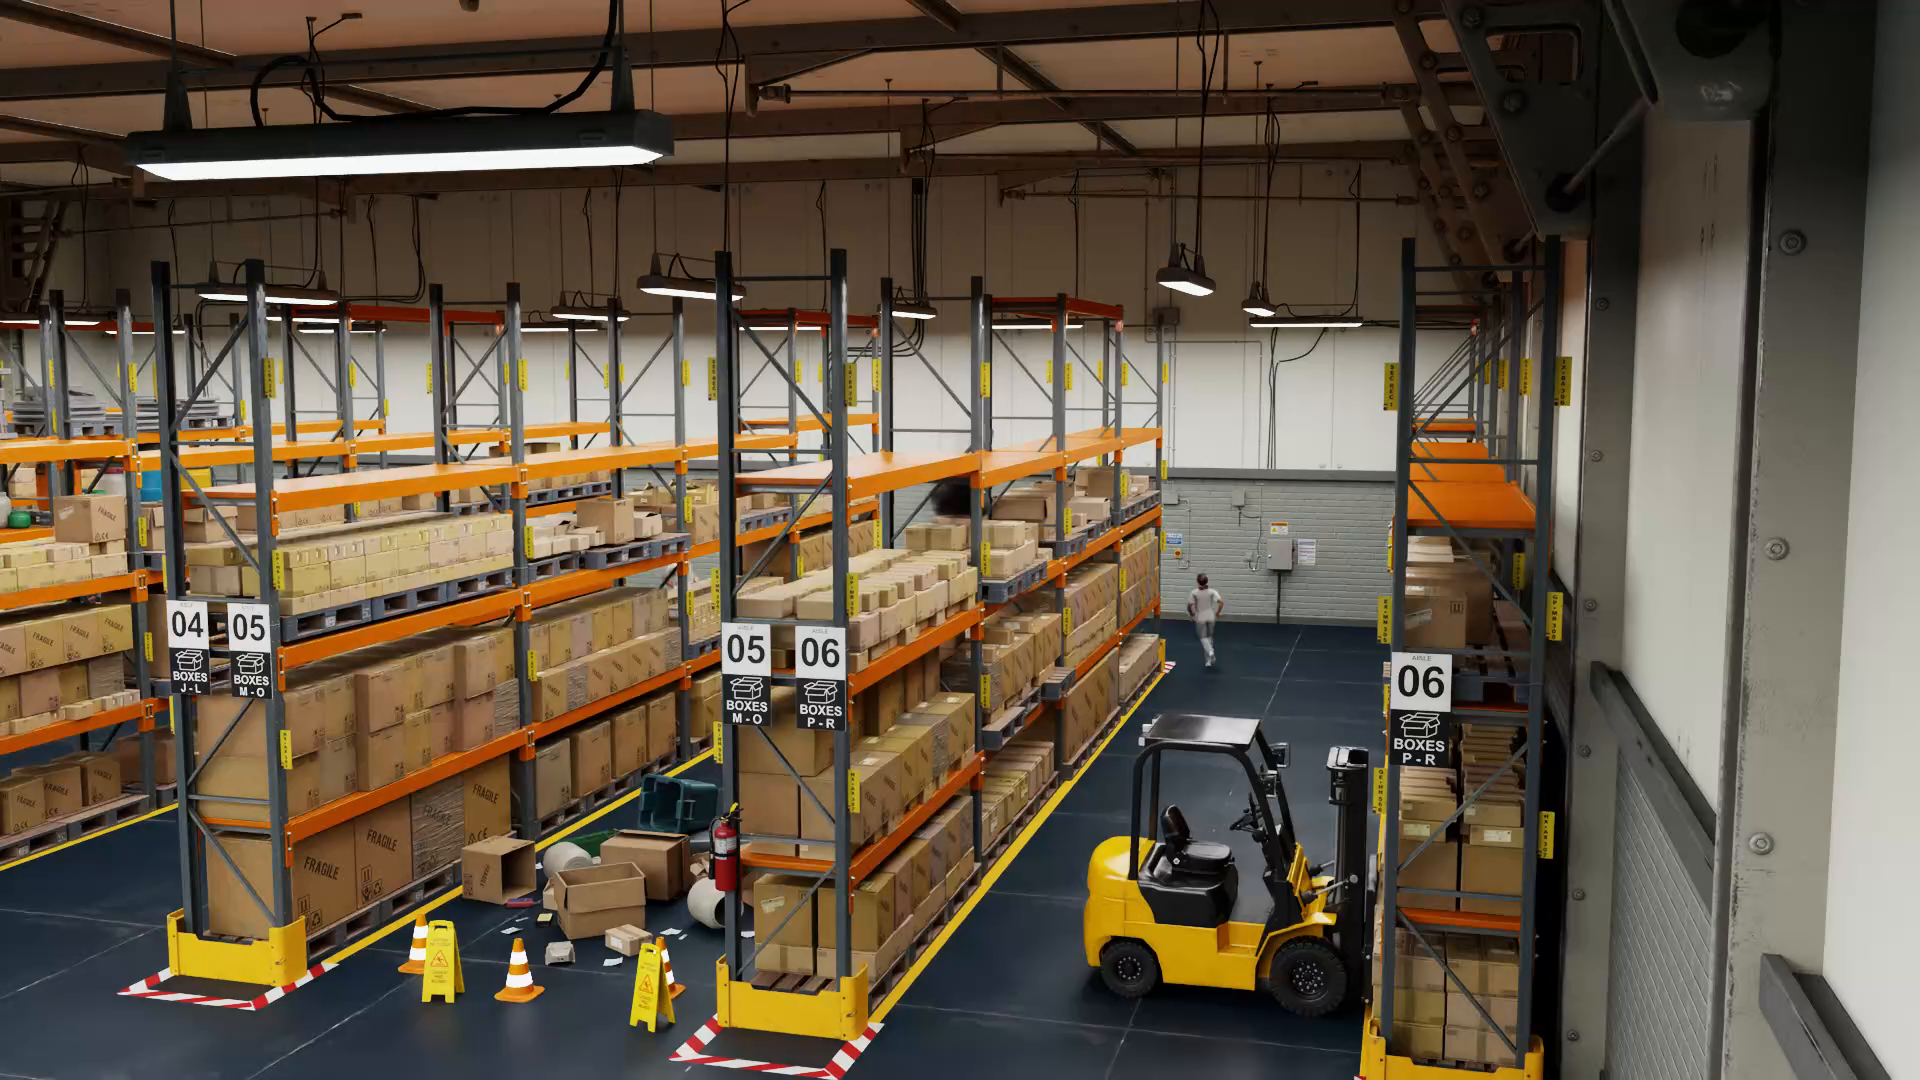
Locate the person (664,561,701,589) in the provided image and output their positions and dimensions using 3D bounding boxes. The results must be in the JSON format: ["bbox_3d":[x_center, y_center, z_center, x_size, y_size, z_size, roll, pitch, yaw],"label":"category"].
[{"bbox_3d":[-5.212,0.985,31.521,0.562,1.709,0.660,5,8,40],"label":"person"}]

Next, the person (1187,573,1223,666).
[{"bbox_3d":[4.152,1.378,28.256,0.609,1.641,0.663,0,6,-4],"label":"person"}]
